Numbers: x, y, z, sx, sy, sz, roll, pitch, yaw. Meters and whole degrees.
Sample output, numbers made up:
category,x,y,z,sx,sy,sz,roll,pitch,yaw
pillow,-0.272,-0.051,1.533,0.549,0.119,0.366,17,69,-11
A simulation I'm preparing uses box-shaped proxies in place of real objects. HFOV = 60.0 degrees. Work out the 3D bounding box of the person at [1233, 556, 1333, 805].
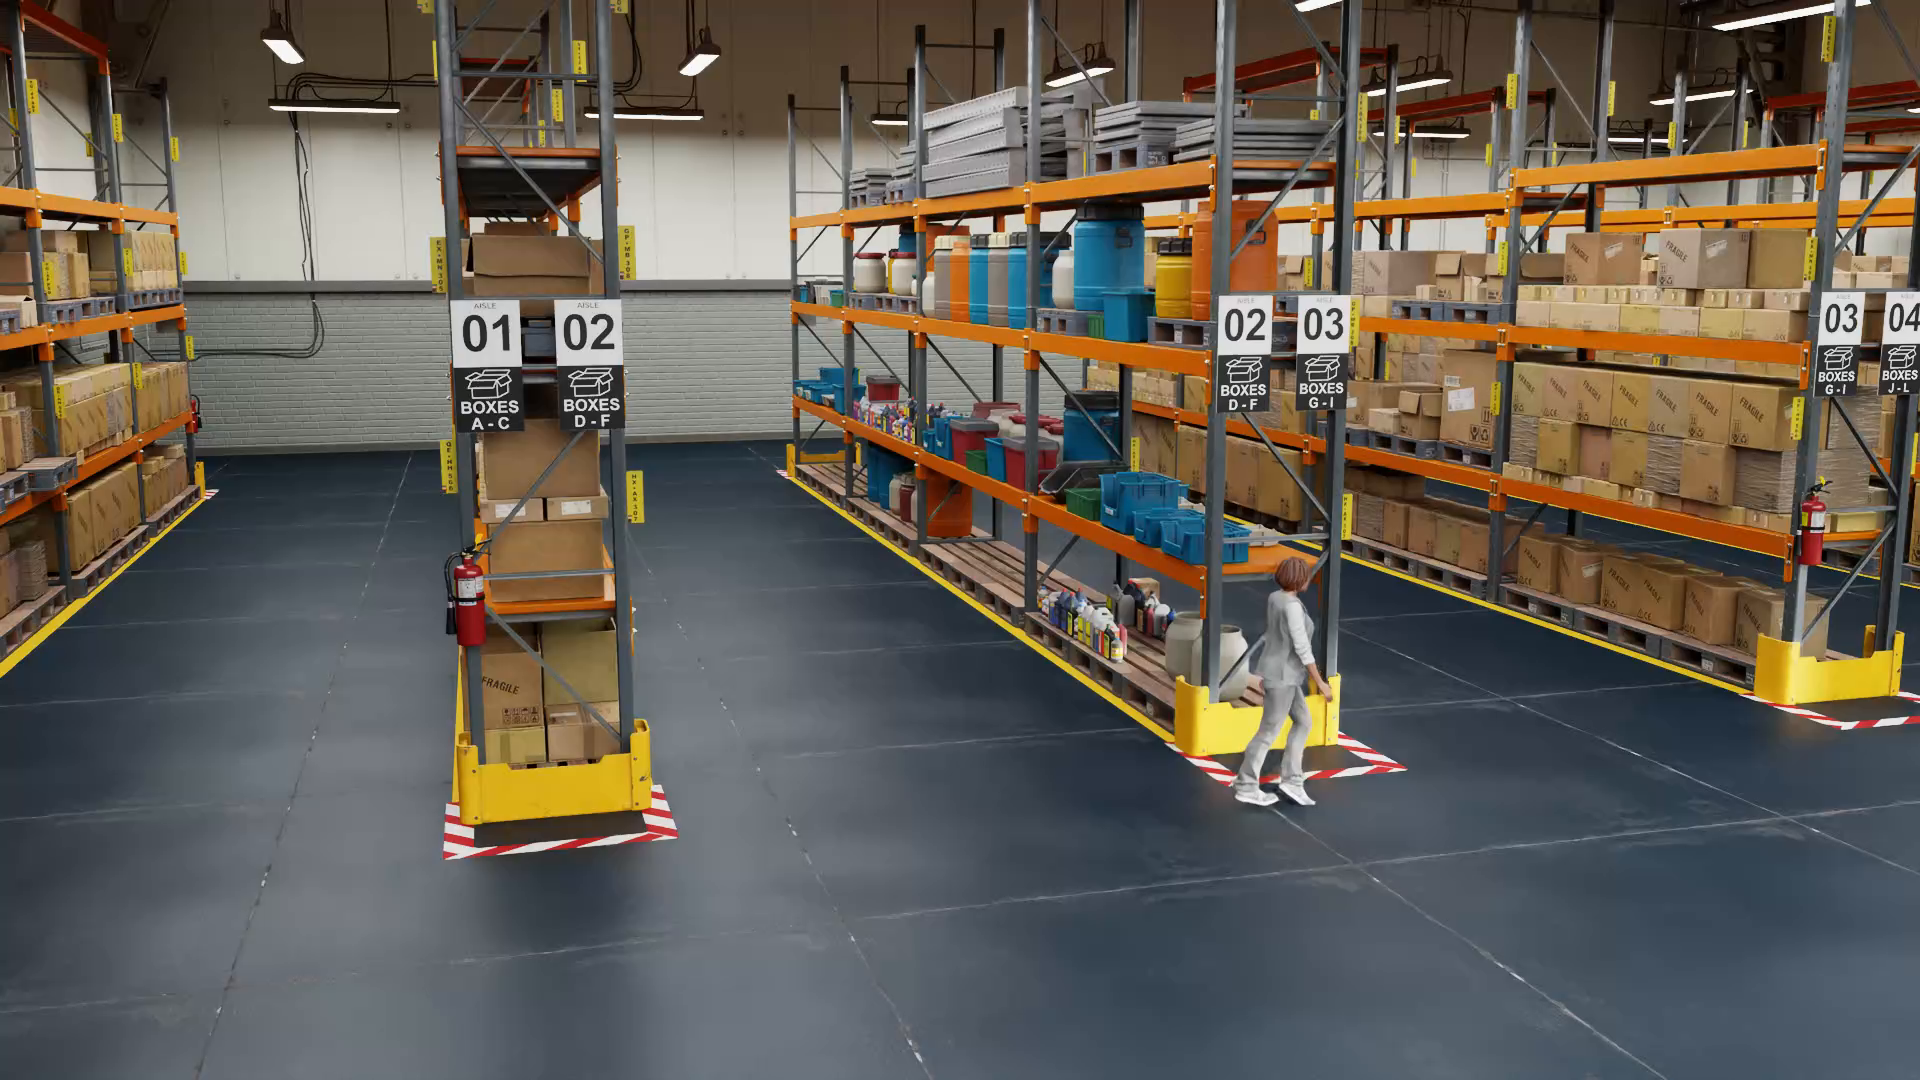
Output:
category,x,y,z,sx,sy,sz,roll,pitch,yaw
person,2.013,0.919,10.484,0.580,1.644,0.517,-1,9,-3
